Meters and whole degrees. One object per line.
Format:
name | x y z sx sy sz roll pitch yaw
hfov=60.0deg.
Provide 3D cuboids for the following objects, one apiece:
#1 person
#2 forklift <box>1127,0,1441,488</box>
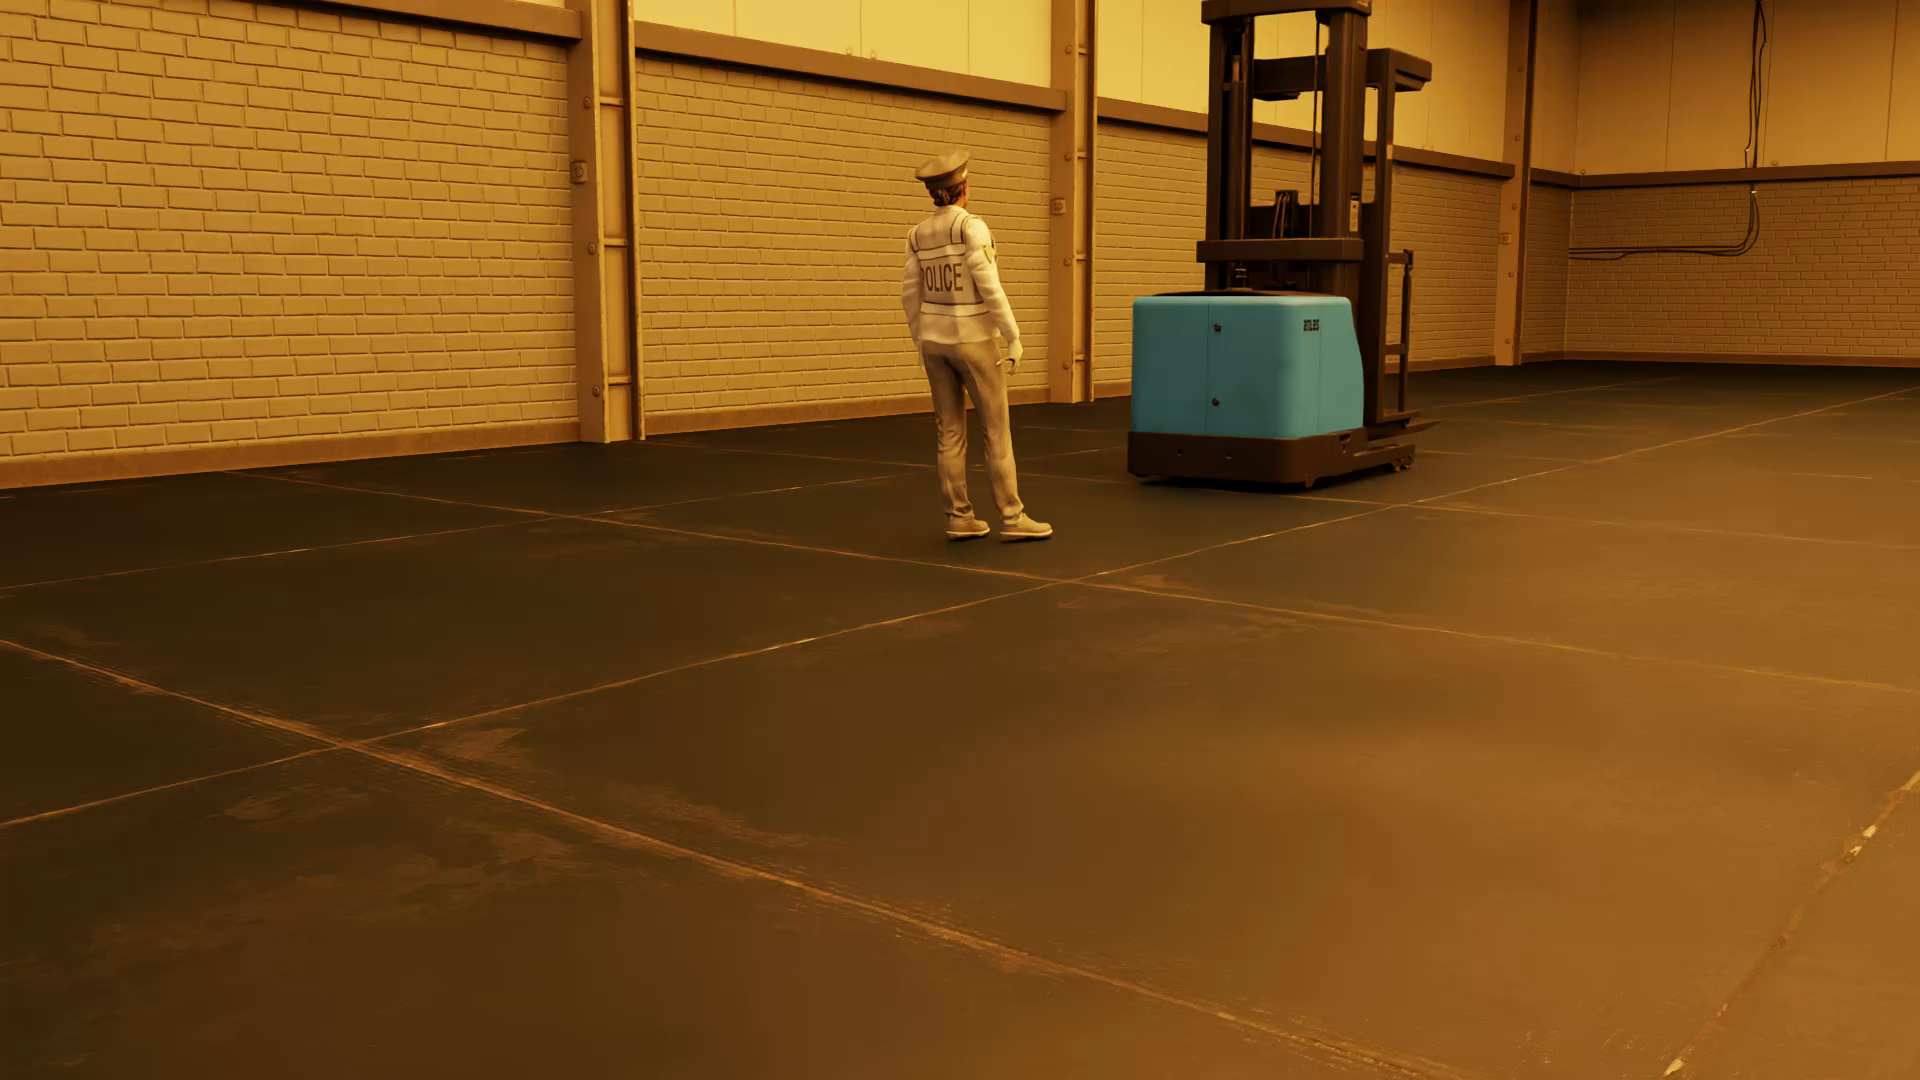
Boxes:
person | 0.048 -0.853 7.330 0.588 1.695 0.531 7 11 38
forklift | 2.206 -1.903 10.288 1.130 2.935 3.031 6 10 34
